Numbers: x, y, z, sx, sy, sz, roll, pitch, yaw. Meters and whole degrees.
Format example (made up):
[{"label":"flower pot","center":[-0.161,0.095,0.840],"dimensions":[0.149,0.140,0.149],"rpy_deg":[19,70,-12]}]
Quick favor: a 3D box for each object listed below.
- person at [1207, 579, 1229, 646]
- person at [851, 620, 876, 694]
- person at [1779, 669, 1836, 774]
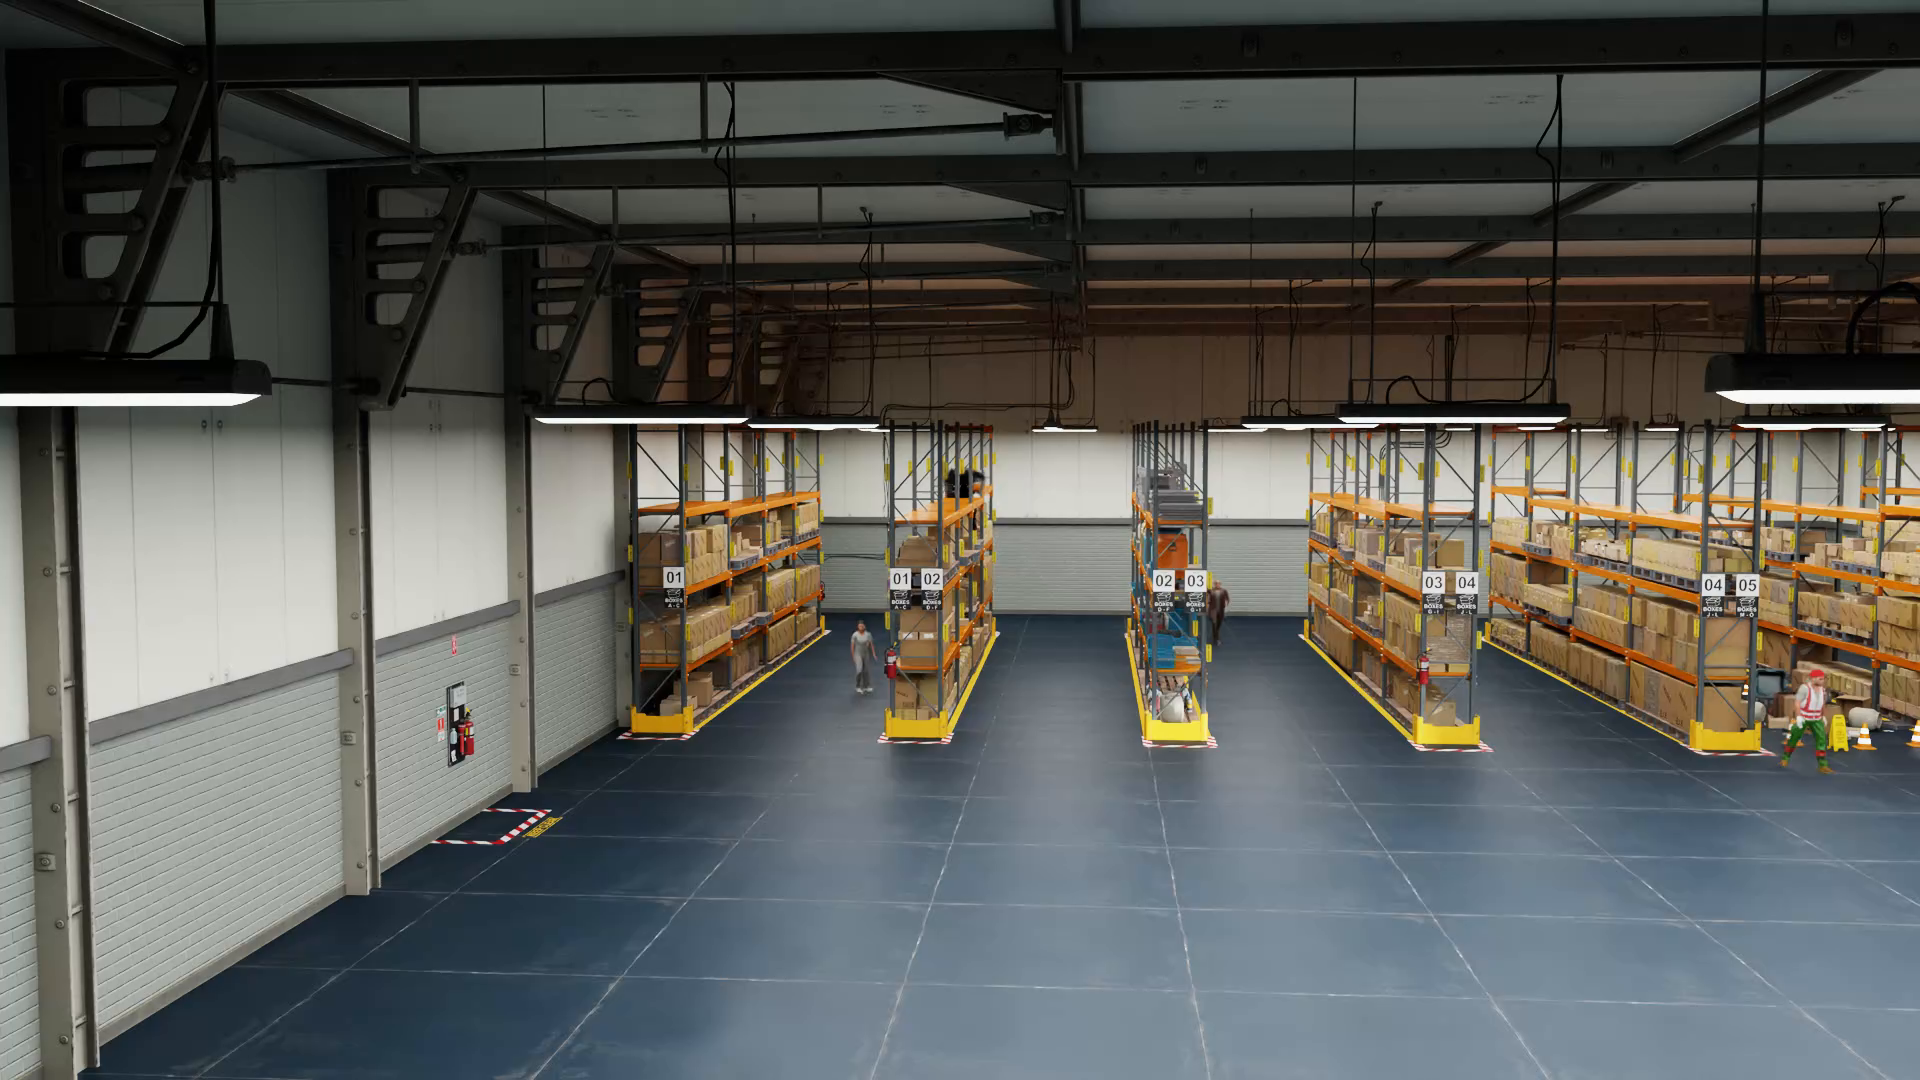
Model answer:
[{"label":"person","center":[7.039,1.955,45.608],"dimensions":[0.662,1.783,1.048],"rpy_deg":[0,4,-5]},{"label":"person","center":[-2.163,2.575,36.880],"dimensions":[0.549,1.644,0.598],"rpy_deg":[-2,4,-29]},{"label":"person","center":[14.477,3.057,28.337],"dimensions":[0.712,1.742,0.889],"rpy_deg":[-1,4,-10]}]
